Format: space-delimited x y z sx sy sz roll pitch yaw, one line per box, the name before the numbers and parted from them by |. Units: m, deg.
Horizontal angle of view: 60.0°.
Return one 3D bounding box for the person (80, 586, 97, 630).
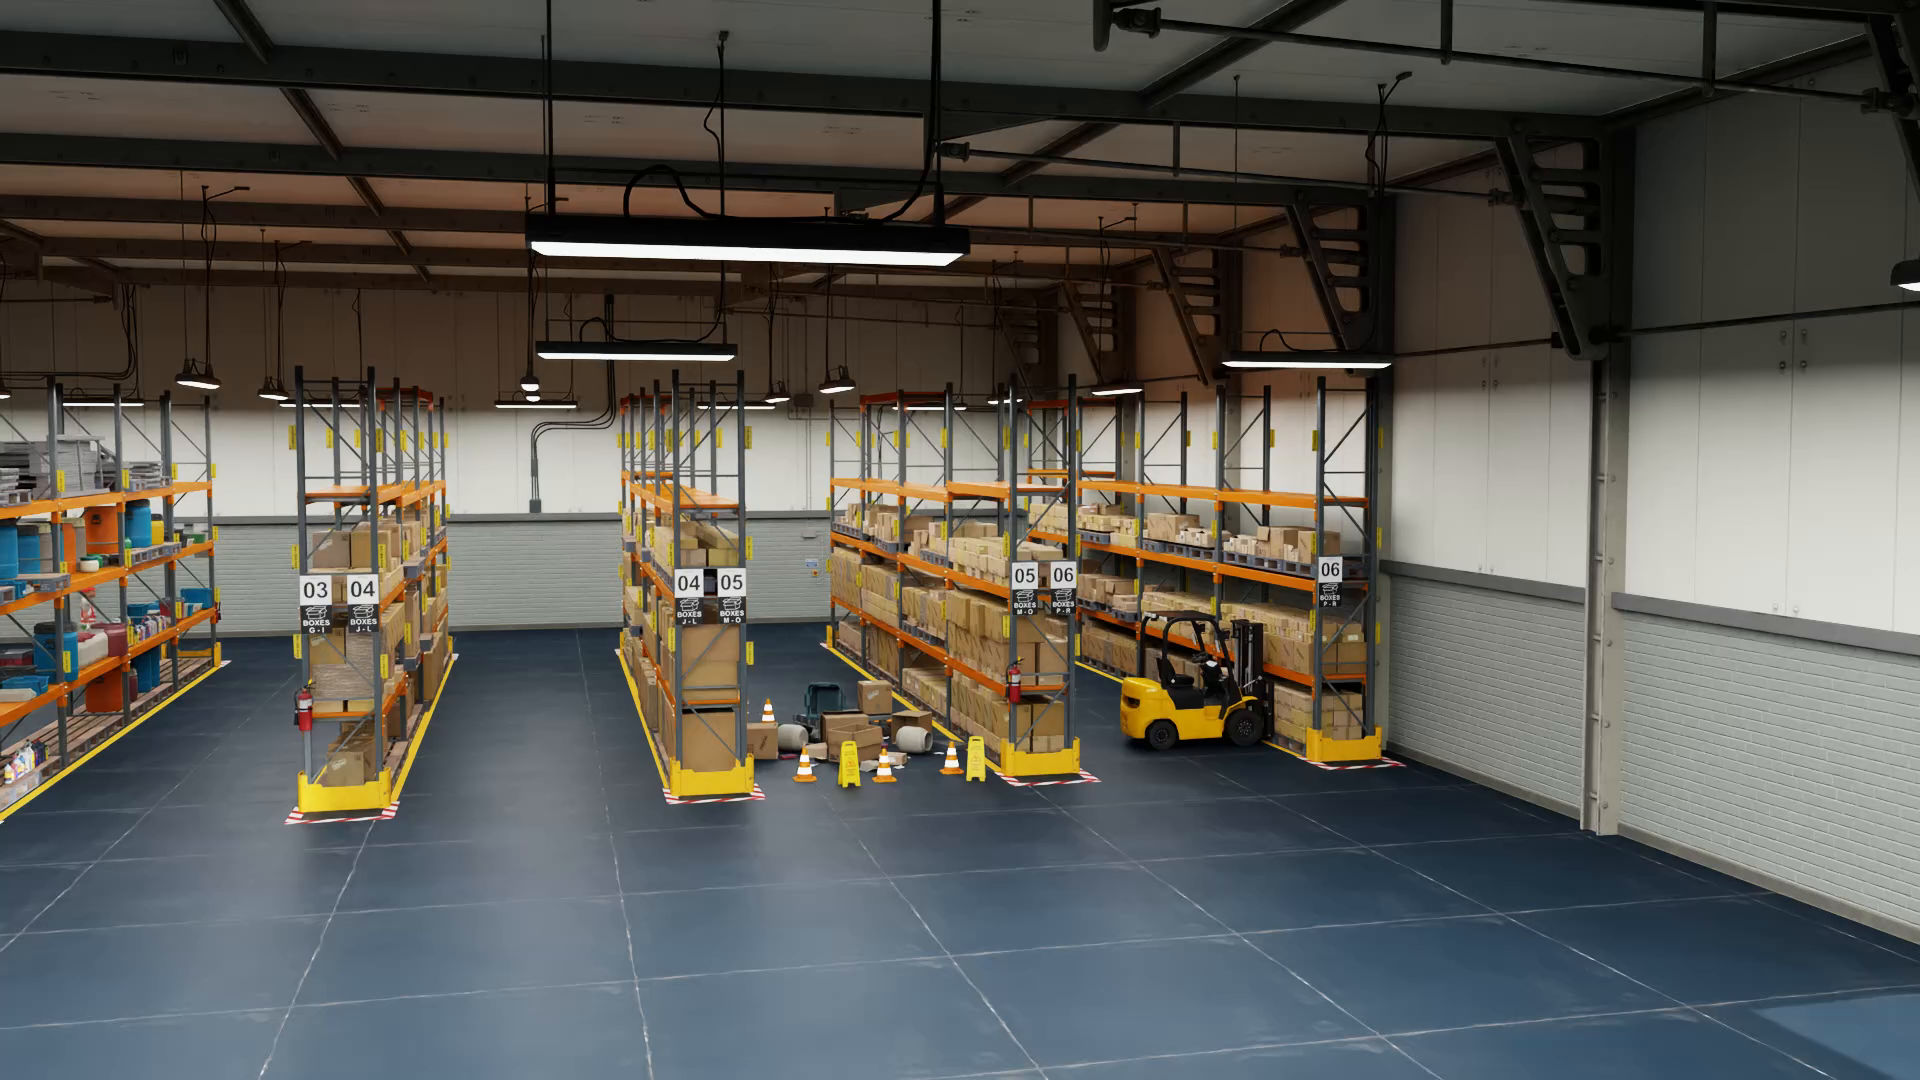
person | -19.463 1.894 36.969 0.759 1.787 0.570 -2 4 -30
